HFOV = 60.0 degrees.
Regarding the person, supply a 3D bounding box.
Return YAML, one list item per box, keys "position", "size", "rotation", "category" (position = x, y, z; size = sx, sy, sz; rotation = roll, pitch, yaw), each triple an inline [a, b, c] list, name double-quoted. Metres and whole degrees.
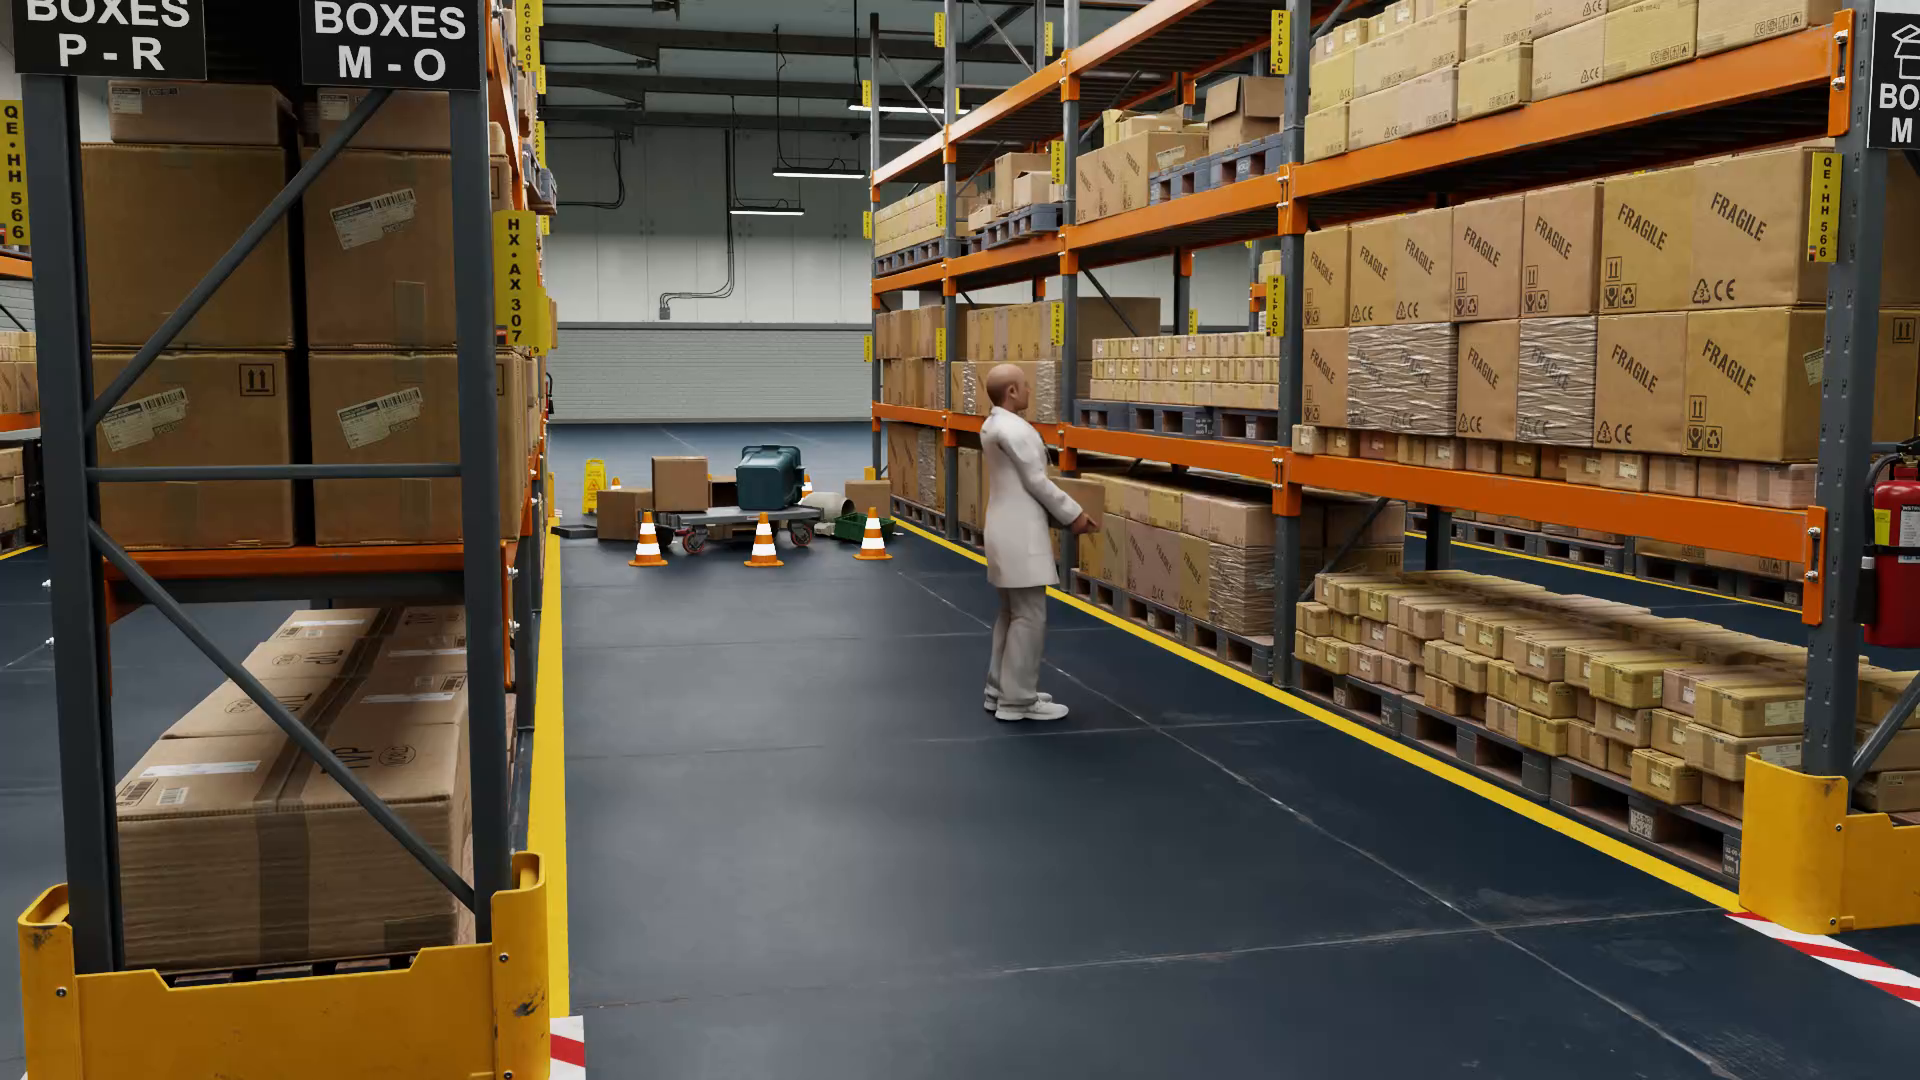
- position: [0.390, 0.001, 8.397]
  size: [0.550, 1.774, 0.529]
  rotation: [-1, 6, -13]
  category: "person"
